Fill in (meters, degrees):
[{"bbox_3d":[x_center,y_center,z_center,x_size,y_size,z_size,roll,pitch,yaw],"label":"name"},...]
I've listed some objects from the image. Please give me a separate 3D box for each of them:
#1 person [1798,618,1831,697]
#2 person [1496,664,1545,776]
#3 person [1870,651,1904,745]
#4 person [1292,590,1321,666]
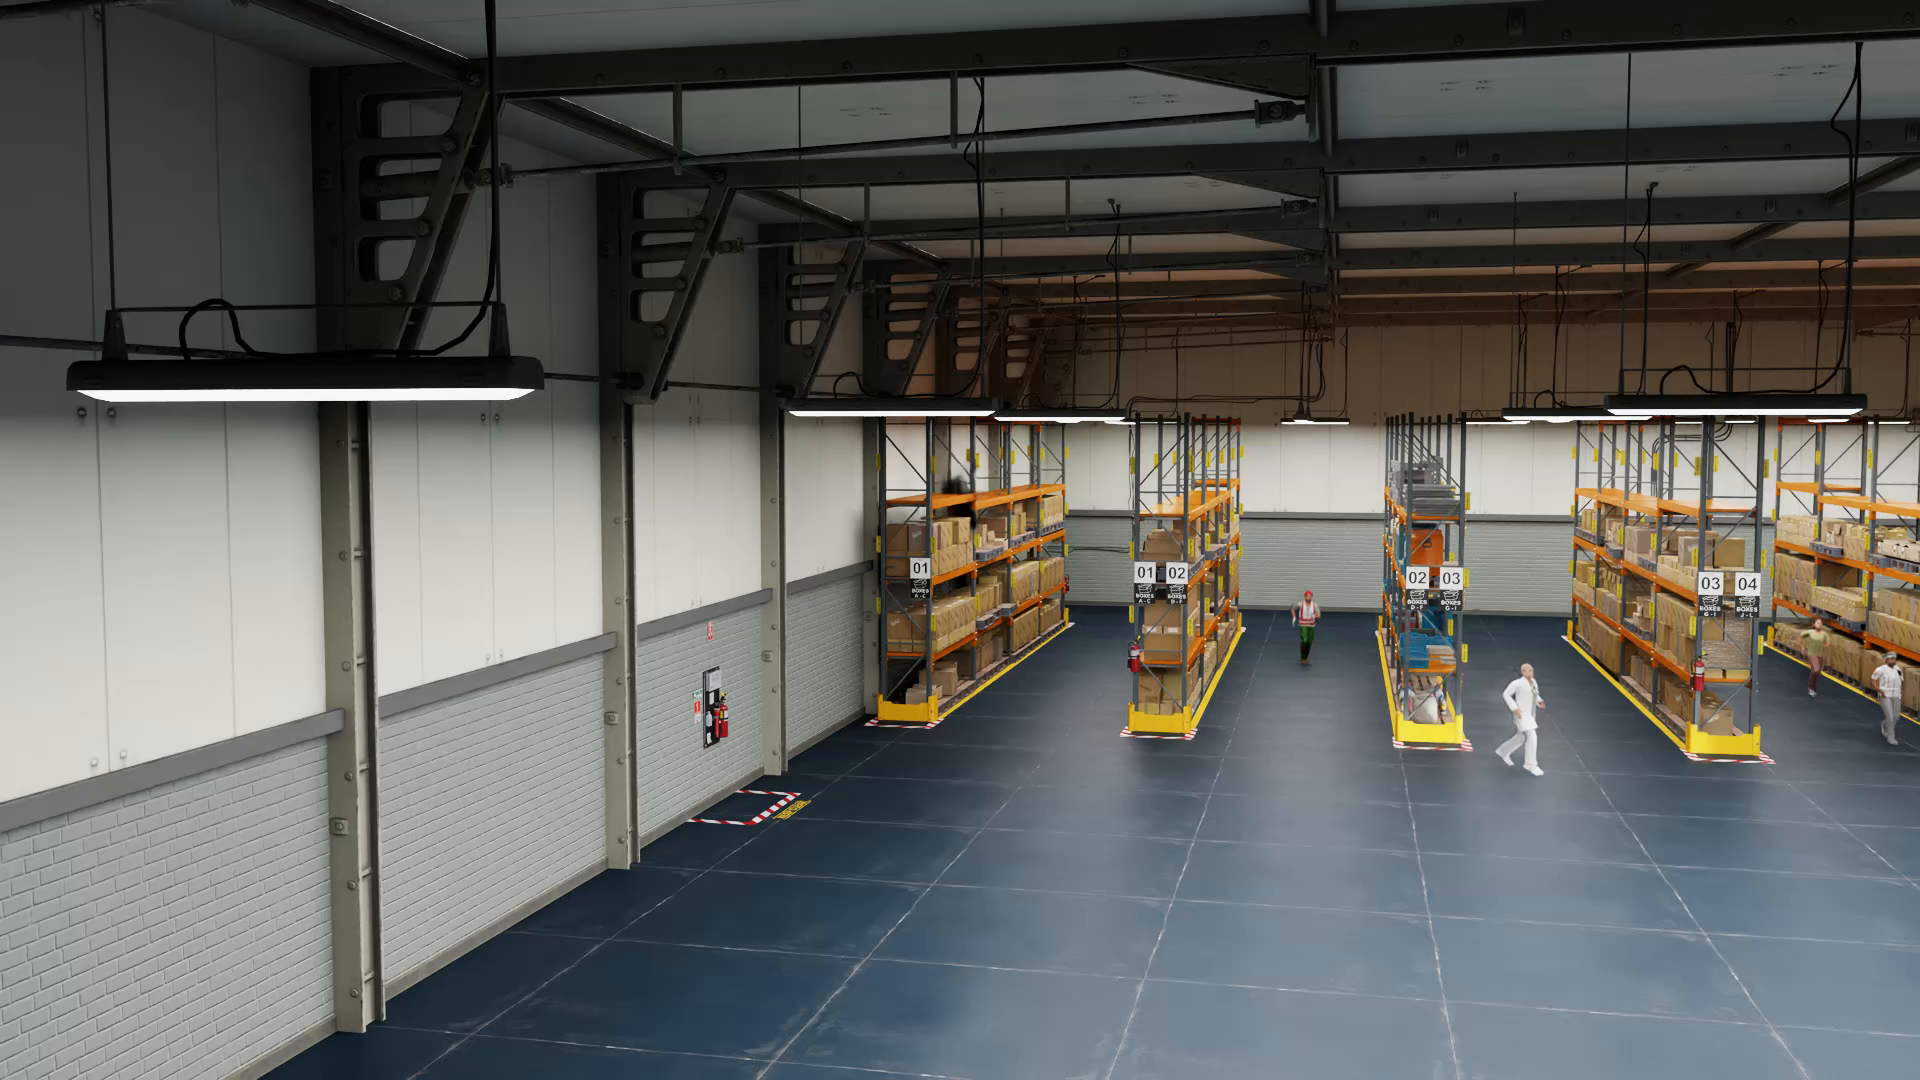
[{"bbox_3d":[18.216,2.492,35.388,0.559,1.679,0.647,0,4,2],"label":"person"},{"bbox_3d":[9.357,2.956,27.705,0.701,1.823,0.922,-4,5,-42],"label":"person"},{"bbox_3d":[16.856,2.841,30.227,0.569,1.679,0.681,0,4,0],"label":"person"},{"bbox_3d":[8.380,2.115,40.123,0.650,1.809,0.688,0,4,-3],"label":"person"}]
